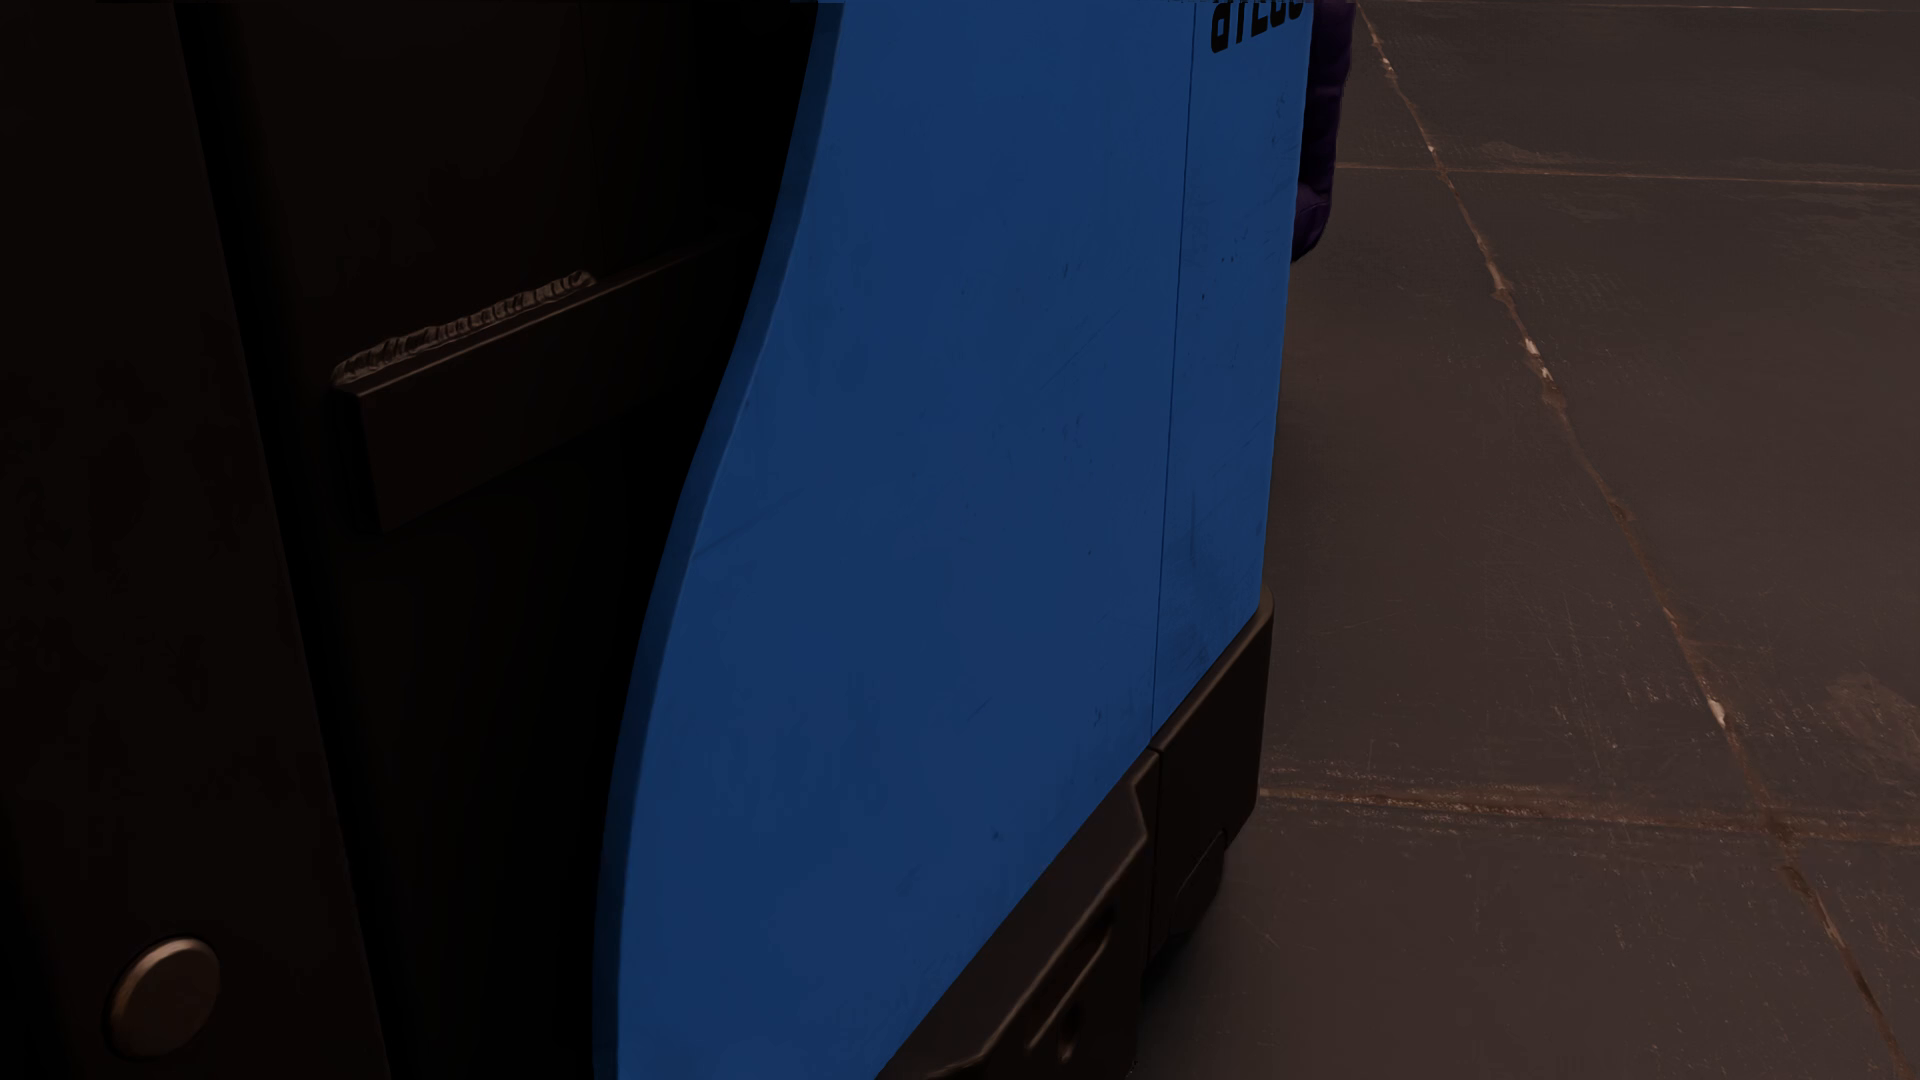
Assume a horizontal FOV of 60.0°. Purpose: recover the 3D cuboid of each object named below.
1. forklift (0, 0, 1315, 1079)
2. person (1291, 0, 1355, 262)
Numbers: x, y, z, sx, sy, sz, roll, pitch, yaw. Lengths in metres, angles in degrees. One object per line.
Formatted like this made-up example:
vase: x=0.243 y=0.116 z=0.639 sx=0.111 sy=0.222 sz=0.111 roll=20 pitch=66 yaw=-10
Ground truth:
forklift: x=-0.838 y=-0.521 z=0.261 sx=1.130 sy=2.935 sz=3.031 roll=14 pitch=30 yaw=26
person: x=0.430 y=-1.030 z=3.034 sx=0.593 sy=1.428 sz=0.861 roll=0 pitch=27 yaw=-1
